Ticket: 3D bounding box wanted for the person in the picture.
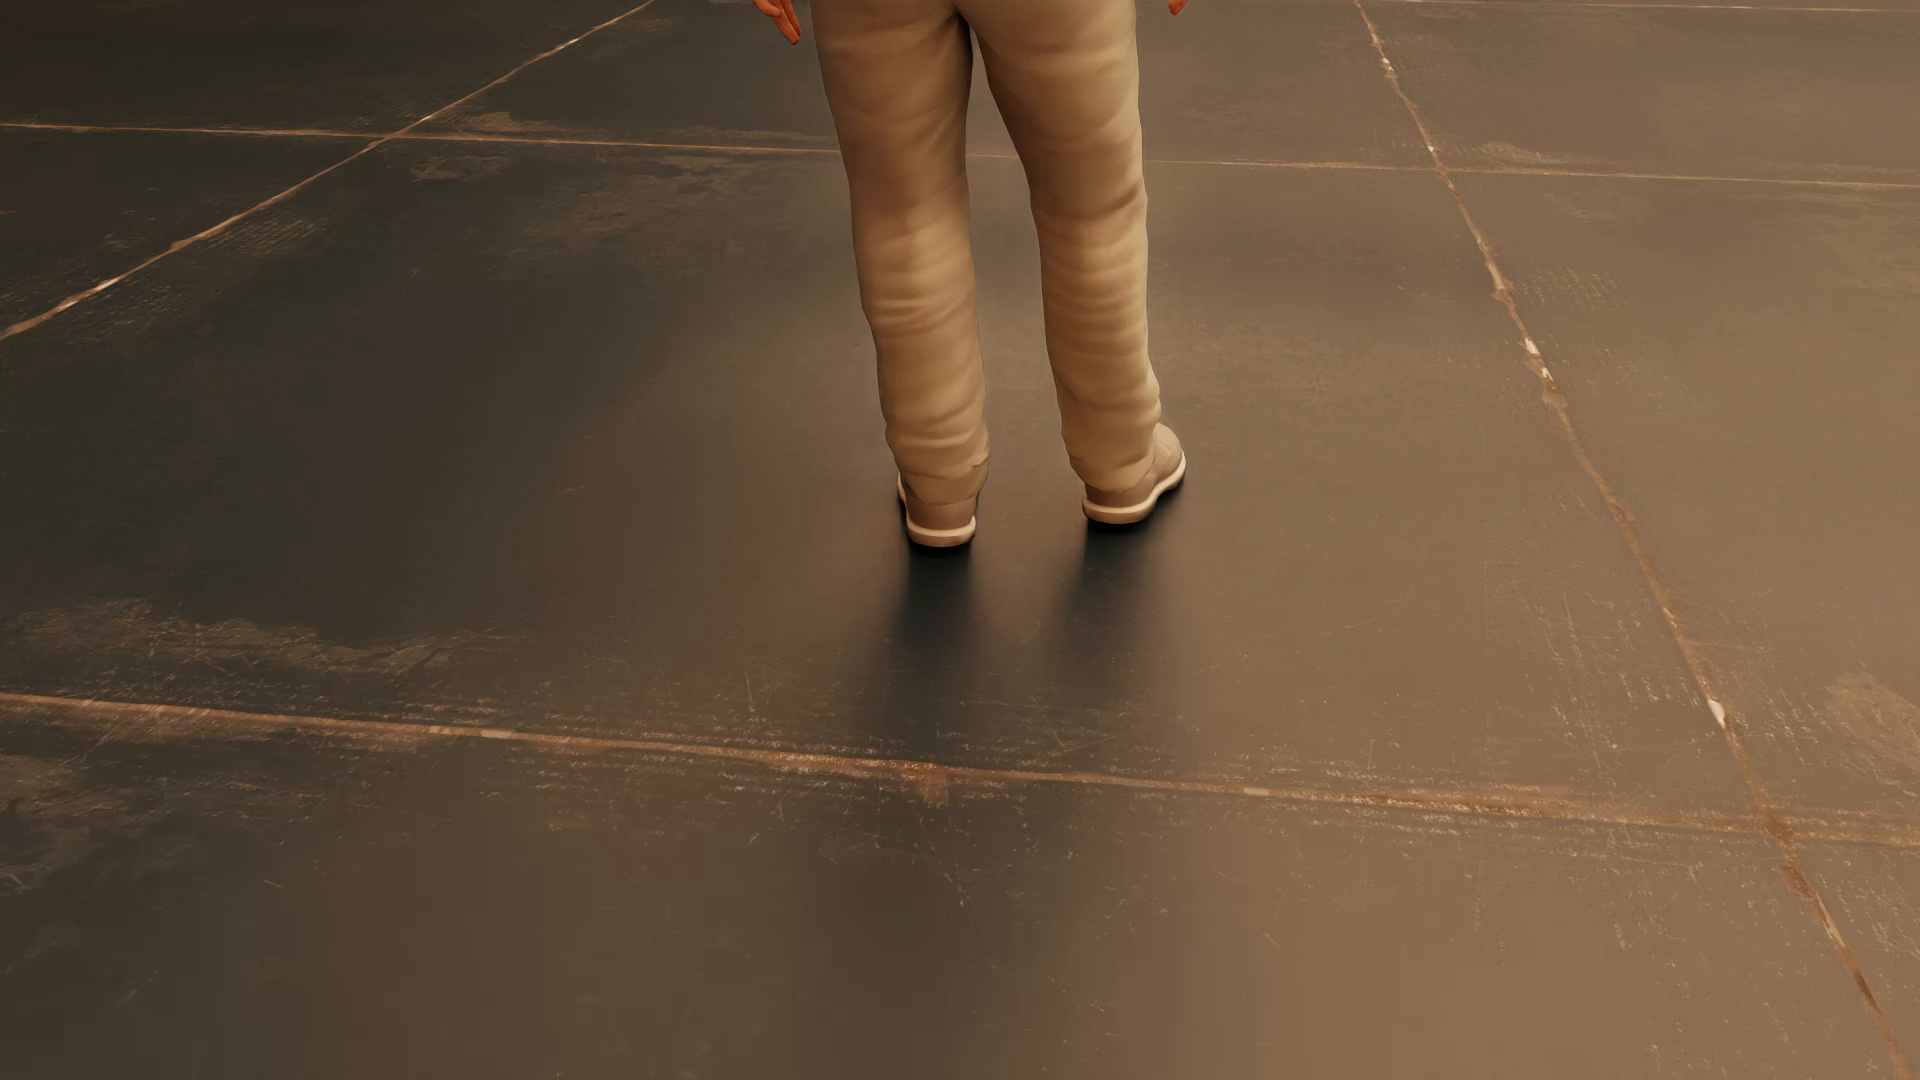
[{"bbox_3d":[0.023,-0.837,2.166,0.640,1.781,0.575,3,27,7],"label":"person"}]
